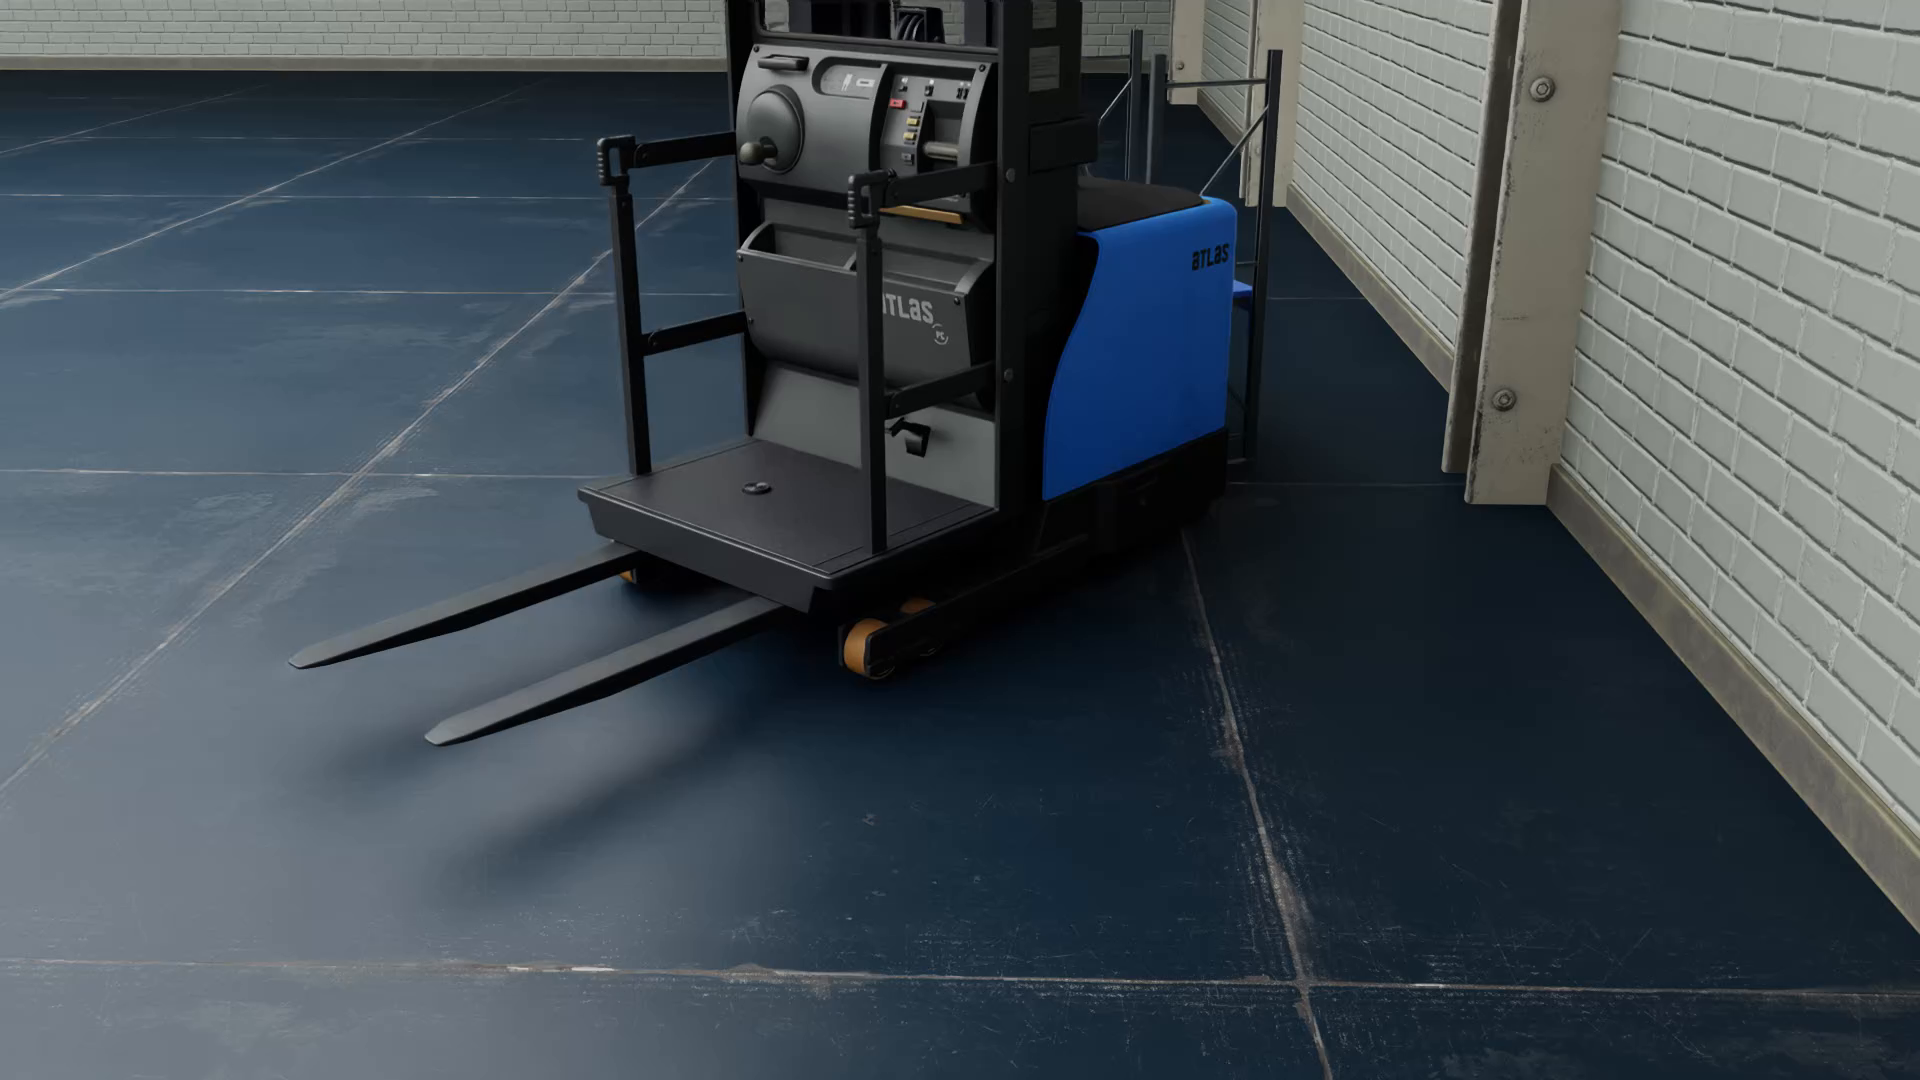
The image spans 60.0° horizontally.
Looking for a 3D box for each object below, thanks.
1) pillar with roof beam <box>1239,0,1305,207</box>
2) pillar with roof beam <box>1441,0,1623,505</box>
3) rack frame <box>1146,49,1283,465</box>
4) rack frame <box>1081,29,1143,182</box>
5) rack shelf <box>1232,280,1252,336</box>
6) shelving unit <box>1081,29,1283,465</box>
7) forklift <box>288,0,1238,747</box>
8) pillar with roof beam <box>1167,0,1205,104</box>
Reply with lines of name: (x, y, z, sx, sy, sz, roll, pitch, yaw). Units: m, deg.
pillar with roof beam: (-2.171, -6.610, 10.123, 9.100, 9.000, 0.400, 1, 21, 2)
pillar with roof beam: (-2.354, -4.440, 4.532, 9.100, 9.000, 0.400, 1, 21, 2)
rack frame: (0.881, -0.968, 5.951, 0.500, 1.500, 0.032, -8, 23, -21)
rack frame: (0.494, -1.308, 6.827, 0.500, 1.500, 0.032, -8, 23, -21)
rack shelf: (0.687, -0.970, 6.454, 0.538, 0.185, 1.000, -8, 23, -21)
shelving unit: (0.687, -1.138, 6.389, 0.538, 1.500, 1.048, -8, 23, -21)
forklift: (-0.426, -1.190, 4.545, 1.130, 2.935, 3.031, 18, 27, 38)
pillar with roof beam: (-1.989, -8.779, 15.714, 9.100, 9.000, 0.400, 1, 21, 2)
